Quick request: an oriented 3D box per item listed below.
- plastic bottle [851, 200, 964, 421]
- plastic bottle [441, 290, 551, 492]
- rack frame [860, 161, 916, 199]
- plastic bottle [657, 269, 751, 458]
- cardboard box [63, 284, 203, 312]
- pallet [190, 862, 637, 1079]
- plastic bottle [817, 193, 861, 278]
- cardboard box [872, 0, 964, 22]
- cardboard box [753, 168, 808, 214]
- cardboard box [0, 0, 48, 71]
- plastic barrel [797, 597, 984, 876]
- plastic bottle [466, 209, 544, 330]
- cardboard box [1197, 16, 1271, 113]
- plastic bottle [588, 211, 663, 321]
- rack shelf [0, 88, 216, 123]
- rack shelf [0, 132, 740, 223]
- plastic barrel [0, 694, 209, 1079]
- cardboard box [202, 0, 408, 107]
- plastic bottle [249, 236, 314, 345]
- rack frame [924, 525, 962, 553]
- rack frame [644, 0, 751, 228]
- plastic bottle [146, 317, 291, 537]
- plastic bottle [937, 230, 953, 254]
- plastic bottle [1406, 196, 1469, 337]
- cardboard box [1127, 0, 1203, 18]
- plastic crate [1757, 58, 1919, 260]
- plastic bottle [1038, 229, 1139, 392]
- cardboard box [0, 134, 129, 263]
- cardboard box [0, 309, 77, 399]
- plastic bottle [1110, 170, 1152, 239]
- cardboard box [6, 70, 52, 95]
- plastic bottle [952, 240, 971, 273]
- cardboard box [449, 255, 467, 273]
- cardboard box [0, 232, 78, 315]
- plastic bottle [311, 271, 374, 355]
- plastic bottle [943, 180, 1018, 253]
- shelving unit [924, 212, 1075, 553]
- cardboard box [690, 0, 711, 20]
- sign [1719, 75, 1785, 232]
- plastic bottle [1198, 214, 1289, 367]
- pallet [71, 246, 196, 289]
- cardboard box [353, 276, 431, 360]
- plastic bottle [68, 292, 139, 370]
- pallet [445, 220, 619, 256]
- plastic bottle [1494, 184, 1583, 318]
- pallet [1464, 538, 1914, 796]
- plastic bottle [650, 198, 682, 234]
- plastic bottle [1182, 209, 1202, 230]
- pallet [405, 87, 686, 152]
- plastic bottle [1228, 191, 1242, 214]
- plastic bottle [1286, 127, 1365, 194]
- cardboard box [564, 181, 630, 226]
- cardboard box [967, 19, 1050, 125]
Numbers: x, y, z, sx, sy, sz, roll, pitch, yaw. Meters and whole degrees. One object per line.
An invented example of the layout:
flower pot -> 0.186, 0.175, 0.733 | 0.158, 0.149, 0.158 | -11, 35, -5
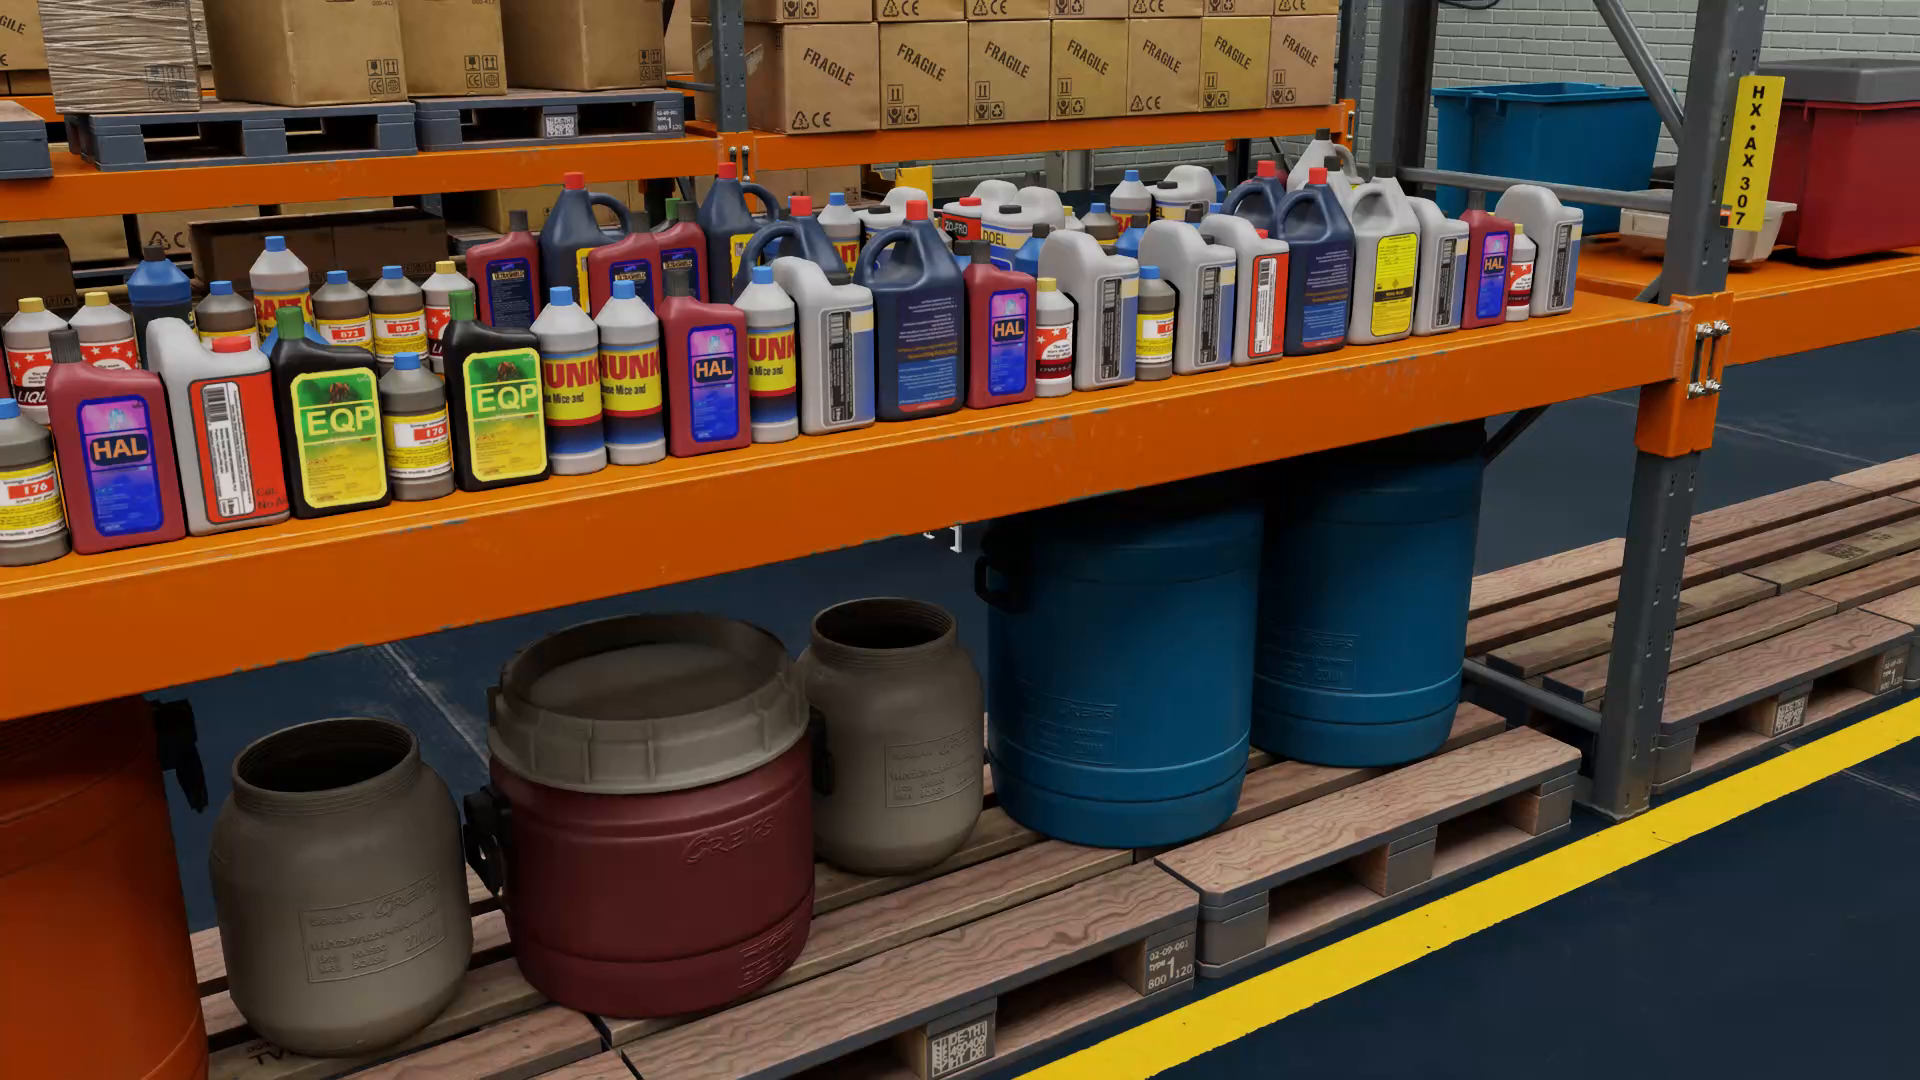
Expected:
plastic bottle -> -0.091, -0.389, 2.788 | 0.185, 0.351, 0.144 | -12, 22, -31
plastic bottle -> -0.669, -0.219, 2.391 | 0.133, 0.283, 0.061 | -12, 22, -31
rack frame -> -0.691, -4.210, 14.014 | 0.127, 3.000, 1.000 | -12, 22, -31
plastic bottle -> -0.394, -0.277, 2.562 | 0.133, 0.283, 0.061 | -12, 22, -31
cardboard box -> -3.561, -0.819, 7.201 | 0.500, 0.500, 0.500 | -13, 23, -33
pallet -> -1.288, 1.020, 2.898 | 1.213, 0.211, 1.003 | -12, 22, -31
plastic bottle -> -0.258, -0.598, 3.530 | 0.097, 0.271, 0.097 | 0, 19, 0
cardboard box -> -0.325, -2.801, 8.128 | 0.500, 0.500, 0.500 | -13, 22, -33
cardboard box -> -1.639, -2.986, 13.642 | 0.500, 0.500, 0.700 | -12, 22, -32
cardboard box -> -5.969, -3.193, 10.353 | 0.500, 0.500, 0.500 | -12, 22, -32
plastic barrel -> -0.159, 0.416, 3.560 | 0.421, 0.512, 0.421 | 0, 19, 0
plastic bottle -> -0.866, -0.482, 3.170 | 0.133, 0.283, 0.061 | -12, 22, -31
cardboard box -> 1.381, -2.689, 9.359 | 0.500, 0.500, 0.500 | -12, 22, -31
plastic bottle -> -0.632, -0.476, 3.152 | 0.133, 0.283, 0.061 | -12, 22, -31
rack shelf -> -5.702, -2.812, 11.003 | 4.000, 0.370, 1.077 | -12, 22, -31
rack shelf -> -2.975, -1.488, 7.086 | 4.000, 0.370, 1.077 | -12, 22, -31
plastic barrel -> -1.525, 0.588, 2.556 | 0.708, 0.830, 0.600 | -12, 22, -31
cardboard box -> -2.746, -2.100, 6.960 | 0.700, 0.500, 0.500 | 16, 24, 39
plastic bottle -> -1.196, -0.400, 2.945 | 0.097, 0.271, 0.097 | 0, 19, 0
rack frame -> -0.066, -0.555, 6.012 | 0.015, 1.200, 0.240 | -12, 22, -31
rack frame -> -1.304, -2.181, 8.012 | 0.127, 3.000, 1.000 | -12, 22, -31
plastic bottle -> -0.998, -0.163, 2.238 | 0.135, 0.276, 0.152 | -12, 22, -31
plastic bottle -> -0.062, -0.548, 3.491 | 0.097, 0.201, 0.097 | 0, 19, 0
plastic bottle -> 0.960, -0.576, 3.460 | 0.135, 0.276, 0.152 | -12, 22, -31
cardboard box -> 0.964, -3.073, 8.933 | 0.500, 0.500, 0.500 | -11, 22, -30
plastic crate -> 2.301, -1.004, 4.338 | 0.583, 0.464, 0.402 | -12, 22, -31
plastic bottle -> 0.233, -0.423, 3.006 | 0.135, 0.276, 0.152 | -12, 22, -31
cardboard box -> -5.951, -2.228, 10.853 | 0.750, 0.750, 0.750 | -12, 22, -32
cardboard box -> -3.673, -0.598, 6.547 | 0.500, 0.500, 0.500 | -13, 23, -33
plastic bottle -> 0.403, -0.737, 3.943 | 0.097, 0.271, 0.097 | 0, 19, 0
cardboard box -> -5.911, -2.921, 10.563 | 0.250, 0.149, 0.380 | -12, 22, -31
plastic bottle -> 0.006, -0.386, 2.903 | 0.097, 0.271, 0.097 | 0, 19, 0
cardboard box -> -2.282, -1.088, 7.996 | 0.500, 0.500, 0.500 | -12, 22, -31
cardboard box -> -3.948, -1.094, 6.844 | 0.500, 0.250, 0.500 | -11, 22, -29
plastic bottle -> -1.115, -0.384, 3.007 | 0.097, 0.201, 0.097 | 0, 19, 0
plastic bottle -> 0.047, -0.654, 3.689 | 0.135, 0.276, 0.152 | -12, 22, -31
shelving unit -> 0.138, -0.598, 6.139 | 0.503, 1.200, 0.258 | -12, 22, -31
cardboard box -> -1.024, -2.860, 8.305 | 0.500, 0.500, 0.500 | -12, 22, -31
sign -> 1.718, -0.839, 3.611 | 0.005, 0.325, 0.100 | -12, 22, -31
plastic bottle -> 0.539, -0.488, 3.197 | 0.135, 0.276, 0.152 | -12, 22, -31
pallet -> -5.655, -1.812, 11.275 | 1.213, 0.211, 1.003 | -12, 22, -31
cardboard box -> -2.395, -0.869, 7.347 | 0.500, 0.500, 0.500 | -12, 22, -31
plastic bottle -> -1.440, -0.315, 2.804 | 0.097, 0.201, 0.097 | 0, 19, 0
pallet -> -3.354, -2.297, 12.711 | 1.213, 0.211, 1.003 | -12, 22, -31
plastic bottle -> 1.266, -0.641, 3.650 | 0.135, 0.276, 0.152 | -12, 22, -31
pallet -> 2.010, 0.326, 4.952 | 1.213, 0.211, 1.003 | -12, 22, -31
plastic bottle -> -0.600, -0.538, 3.336 | 0.133, 0.283, 0.061 | -12, 22, -31
plastic bottle -> 0.455, -0.515, 3.287 | 0.097, 0.271, 0.097 | 0, 19, 0
pallet -> -2.032, -1.978, 7.713 | 1.213, 0.211, 1.003 | -12, 22, -31
plastic bottle -> 0.678, -0.762, 4.126 | 0.097, 0.201, 0.097 | 0, 19, 0
plastic bottle -> 0.911, -0.850, 4.151 | 0.185, 0.351, 0.144 | -12, 22, -31
cardboard box -> -2.929, -2.712, 12.830 | 0.500, 0.500, 0.700 | -12, 22, -32
cardboard box -> 0.116, -2.424, 8.575 | 0.500, 0.500, 0.500 | -12, 22, -32
